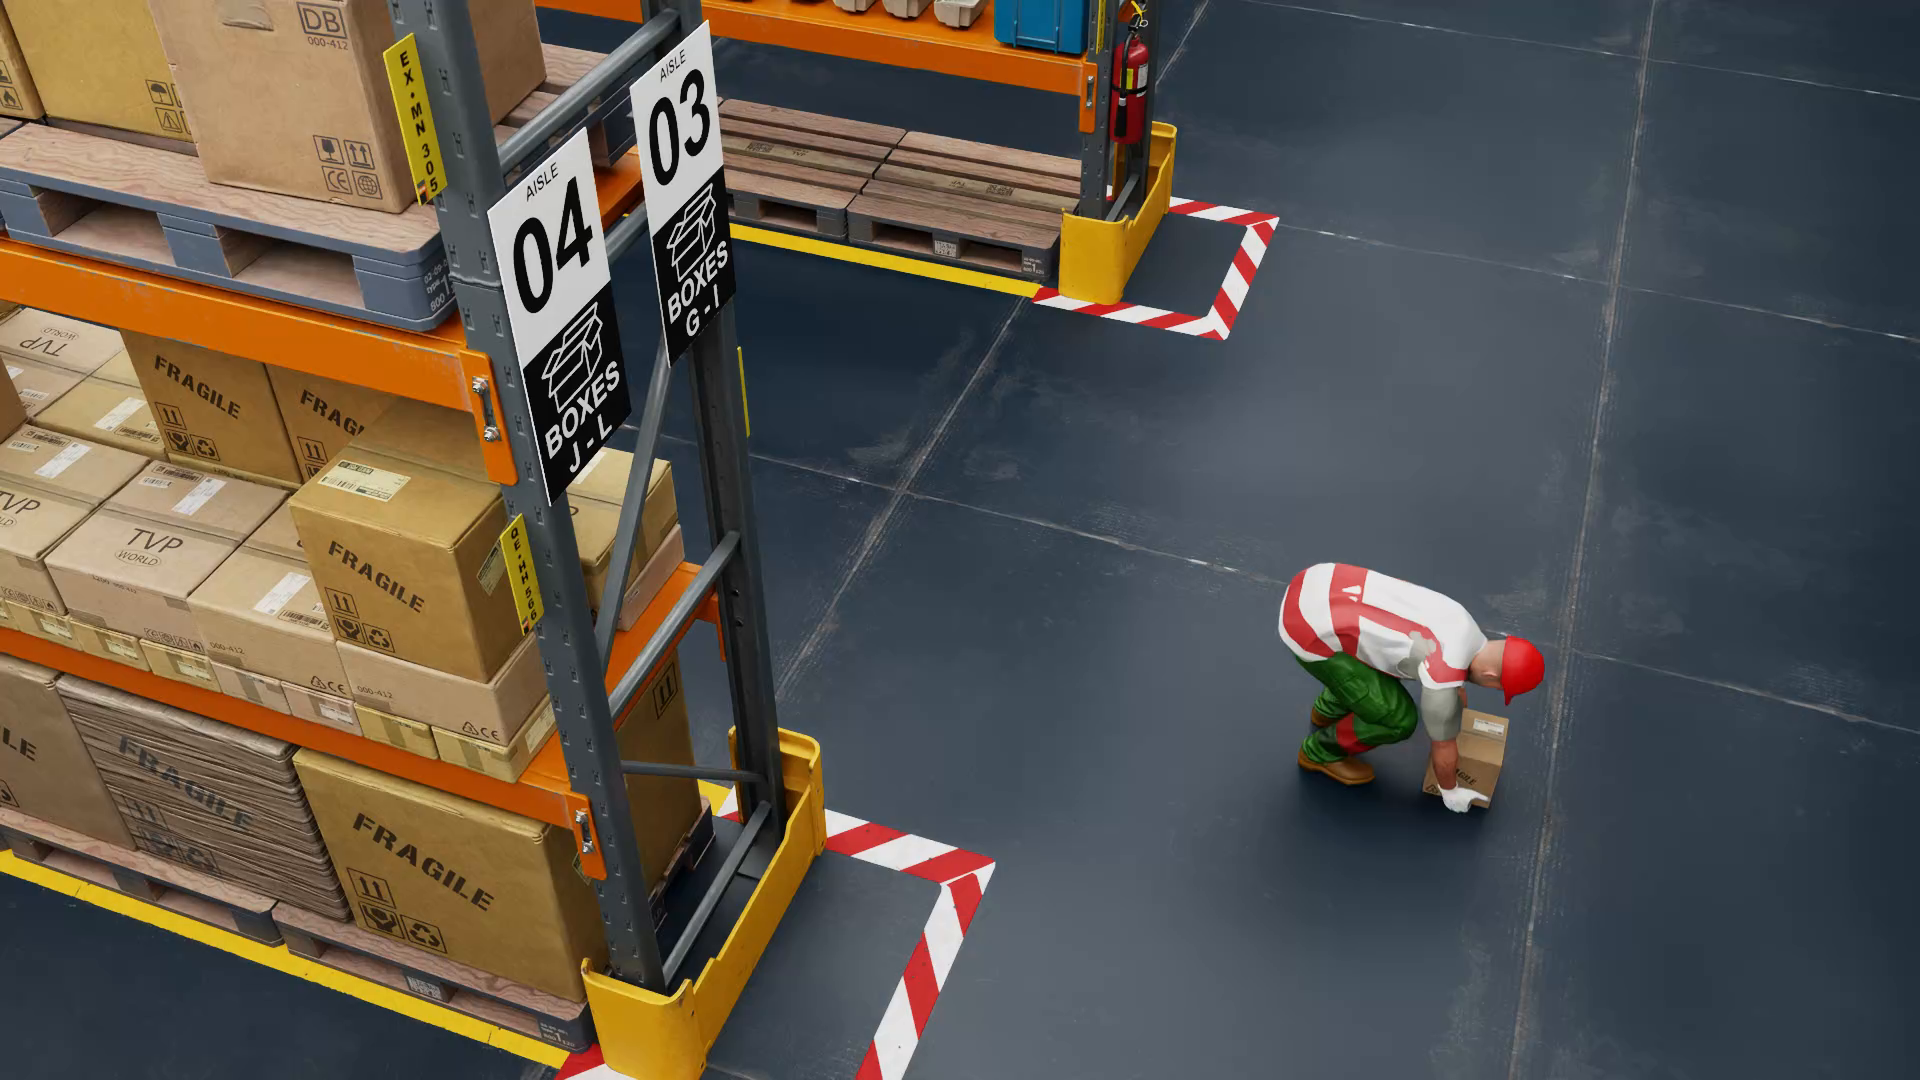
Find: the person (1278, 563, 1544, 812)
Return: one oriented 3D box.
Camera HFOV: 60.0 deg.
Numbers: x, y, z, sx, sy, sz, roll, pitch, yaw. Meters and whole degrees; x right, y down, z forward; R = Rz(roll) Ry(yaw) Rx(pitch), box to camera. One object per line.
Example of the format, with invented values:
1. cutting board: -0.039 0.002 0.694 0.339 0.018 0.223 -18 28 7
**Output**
1. person: 1.659 0.530 6.246 0.950 0.894 0.536 12 43 13
